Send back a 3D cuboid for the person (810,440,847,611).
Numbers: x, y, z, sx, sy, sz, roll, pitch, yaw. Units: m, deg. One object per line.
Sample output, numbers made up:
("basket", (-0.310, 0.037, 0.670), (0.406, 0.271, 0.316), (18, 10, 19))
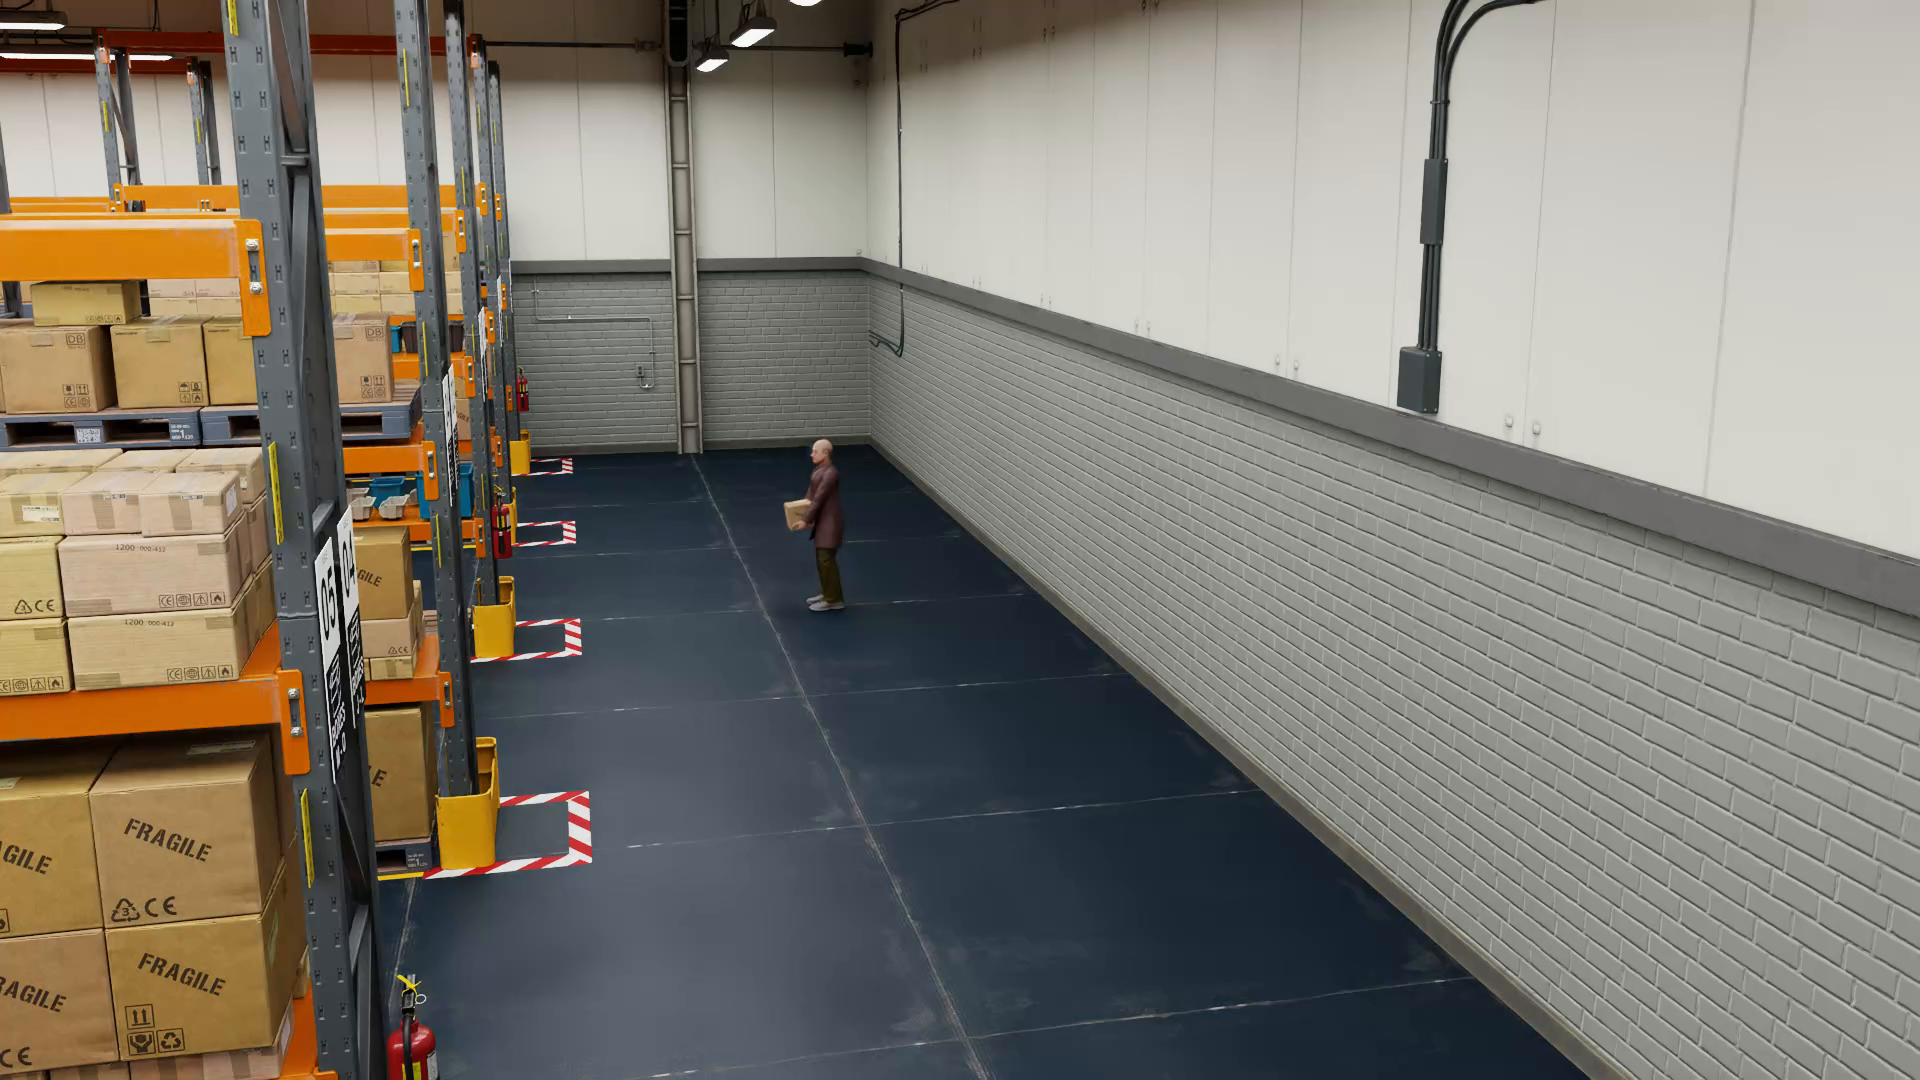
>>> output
("person", (-1.381, -0.163, 17.238), (0.417, 1.774, 0.656), (-3, 13, -15))
